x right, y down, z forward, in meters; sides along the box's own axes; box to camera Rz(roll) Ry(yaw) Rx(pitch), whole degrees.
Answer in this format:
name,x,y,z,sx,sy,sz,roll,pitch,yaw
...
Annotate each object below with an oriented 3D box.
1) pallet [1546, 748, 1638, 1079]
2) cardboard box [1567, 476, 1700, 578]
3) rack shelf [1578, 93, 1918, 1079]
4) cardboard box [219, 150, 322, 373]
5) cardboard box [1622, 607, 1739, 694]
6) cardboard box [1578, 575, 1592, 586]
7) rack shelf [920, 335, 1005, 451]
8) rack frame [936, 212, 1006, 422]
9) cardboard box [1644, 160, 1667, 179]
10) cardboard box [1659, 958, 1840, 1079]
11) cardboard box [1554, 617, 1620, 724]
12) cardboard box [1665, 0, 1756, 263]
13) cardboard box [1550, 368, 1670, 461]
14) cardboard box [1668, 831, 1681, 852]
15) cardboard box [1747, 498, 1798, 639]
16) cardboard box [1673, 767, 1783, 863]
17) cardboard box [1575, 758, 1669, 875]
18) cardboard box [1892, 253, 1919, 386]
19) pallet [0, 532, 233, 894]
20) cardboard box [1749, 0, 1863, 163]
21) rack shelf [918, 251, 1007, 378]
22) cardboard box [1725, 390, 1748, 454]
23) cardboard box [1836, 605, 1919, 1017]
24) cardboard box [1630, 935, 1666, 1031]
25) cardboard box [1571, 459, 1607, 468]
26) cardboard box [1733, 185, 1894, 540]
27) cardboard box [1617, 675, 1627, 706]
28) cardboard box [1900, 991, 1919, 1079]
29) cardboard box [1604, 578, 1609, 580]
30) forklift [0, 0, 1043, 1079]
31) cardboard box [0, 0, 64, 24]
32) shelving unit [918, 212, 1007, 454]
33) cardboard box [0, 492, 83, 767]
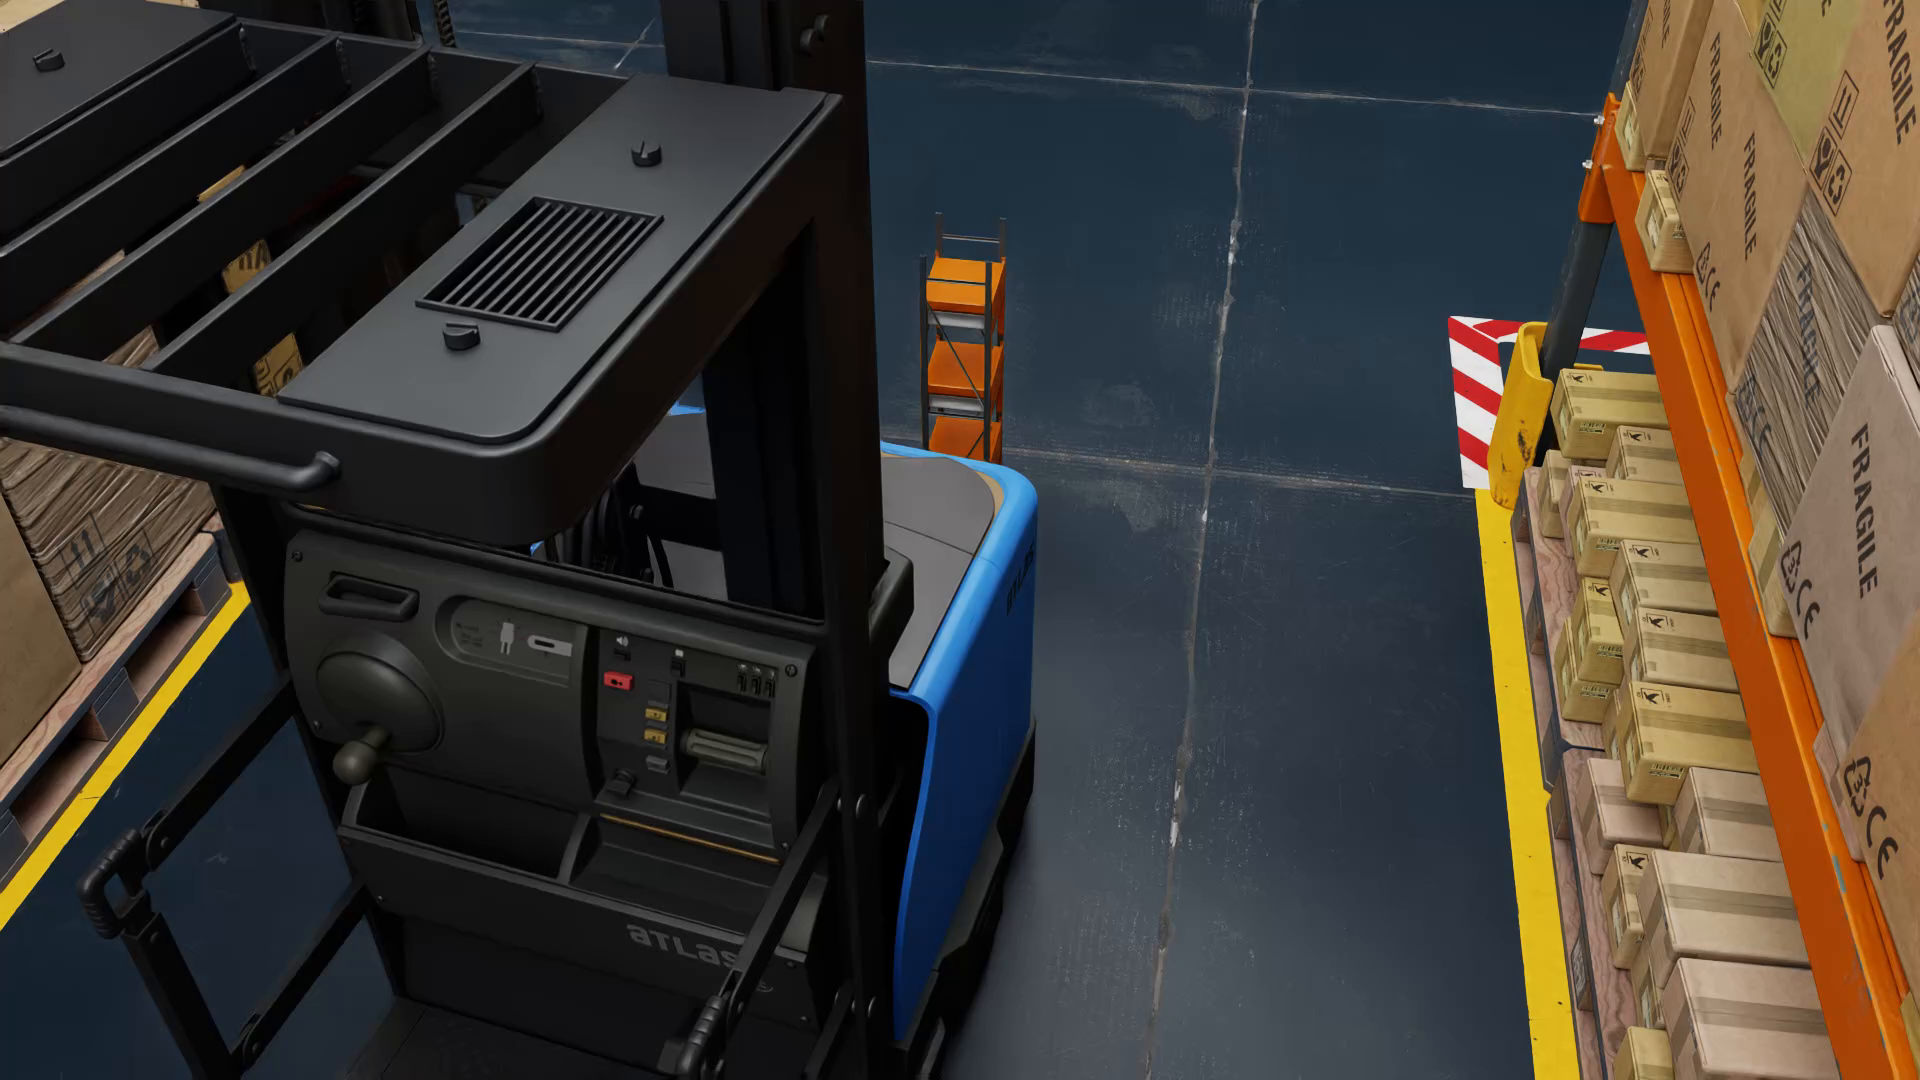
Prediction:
name,x,y,z,sx,sy,sz,roll,pitch,yaw
pallet,1.939,1.042,3.824,1.003,0.211,1.213,6,40,8
cardboard box,1.817,-0.020,4.361,0.380,0.149,0.250,6,40,8
rack shelf,1.995,0.183,3.239,1.077,0.370,4.000,6,40,8
cardboard box,-2.558,-0.892,5.313,0.875,0.875,0.875,6,40,8
cardboard box,1.798,0.317,3.953,0.380,0.149,0.250,8,40,9
cardboard box,1.971,0.054,4.738,0.380,0.149,0.250,6,40,7
rack shelf,0.009,-0.430,4.963,0.215,0.259,0.240,6,40,8
rack frame,0.030,-0.515,5.049,0.200,1.050,0.008,6,40,8
cardboard box,1.959,-0.921,4.207,0.380,0.149,0.250,8,40,9
cardboard box,1.573,0.960,3.175,0.380,0.149,0.250,5,40,6
cardboard box,1.782,0.359,4.369,0.380,0.149,0.250,7,40,8
cardboard box,1.924,-0.913,3.688,0.500,0.500,0.500,6,40,8
cardboard box,1.916,-0.351,4.761,0.380,0.149,0.250,5,40,6
cardboard box,1.773,0.772,3.637,0.380,0.149,0.250,8,40,10
cardboard box,1.668,0.063,3.016,0.380,0.149,0.250,7,40,9
cardboard box,1.758,0.646,3.556,0.380,0.149,0.250,6,40,8
cardboard box,1.703,0.676,3.986,0.380,0.149,0.250,5,40,6
cardboard box,1.651,-0.347,2.219,0.500,0.500,0.500,7,40,9
pallet,-2.801,0.389,4.614,1.003,0.211,1.213,6,40,8
cardboard box,1.809,-0.994,3.002,0.500,0.500,0.500,6,40,7
rack shelf,0.009,-0.649,4.782,0.215,0.259,0.240,6,40,8
cardboard box,1.808,-0.261,3.409,0.380,0.149,0.250,6,40,7
cardboard box,1.546,0.347,2.164,0.500,0.500,0.500,5,40,6
cardboard box,1.672,1.008,3.584,0.380,0.149,0.250,7,40,9
cardboard box,1.998,-0.227,4.845,0.380,0.149,0.250,8,40,10
cardboard box,1.745,-0.286,2.930,0.500,0.500,0.500,5,40,7
cardboard box,1.836,0.428,4.052,0.380,0.149,0.250,5,40,6
cardboard box,1.510,0.718,2.225,0.380,0.149,0.250,8,40,9
cardboard box,1.940,0.102,4.447,0.380,0.149,0.250,7,40,8
forklift,-0.735,0.313,2.571,1.130,2.935,3.031,12,41,14
cardboard box,-2.437,-1.365,4.431,0.500,0.250,0.500,6,40,7
shelving unit,0.009,-0.438,4.956,0.215,1.050,0.252,6,40,8
cardboard box,-2.870,0.237,3.947,0.875,0.875,0.875,6,40,8
